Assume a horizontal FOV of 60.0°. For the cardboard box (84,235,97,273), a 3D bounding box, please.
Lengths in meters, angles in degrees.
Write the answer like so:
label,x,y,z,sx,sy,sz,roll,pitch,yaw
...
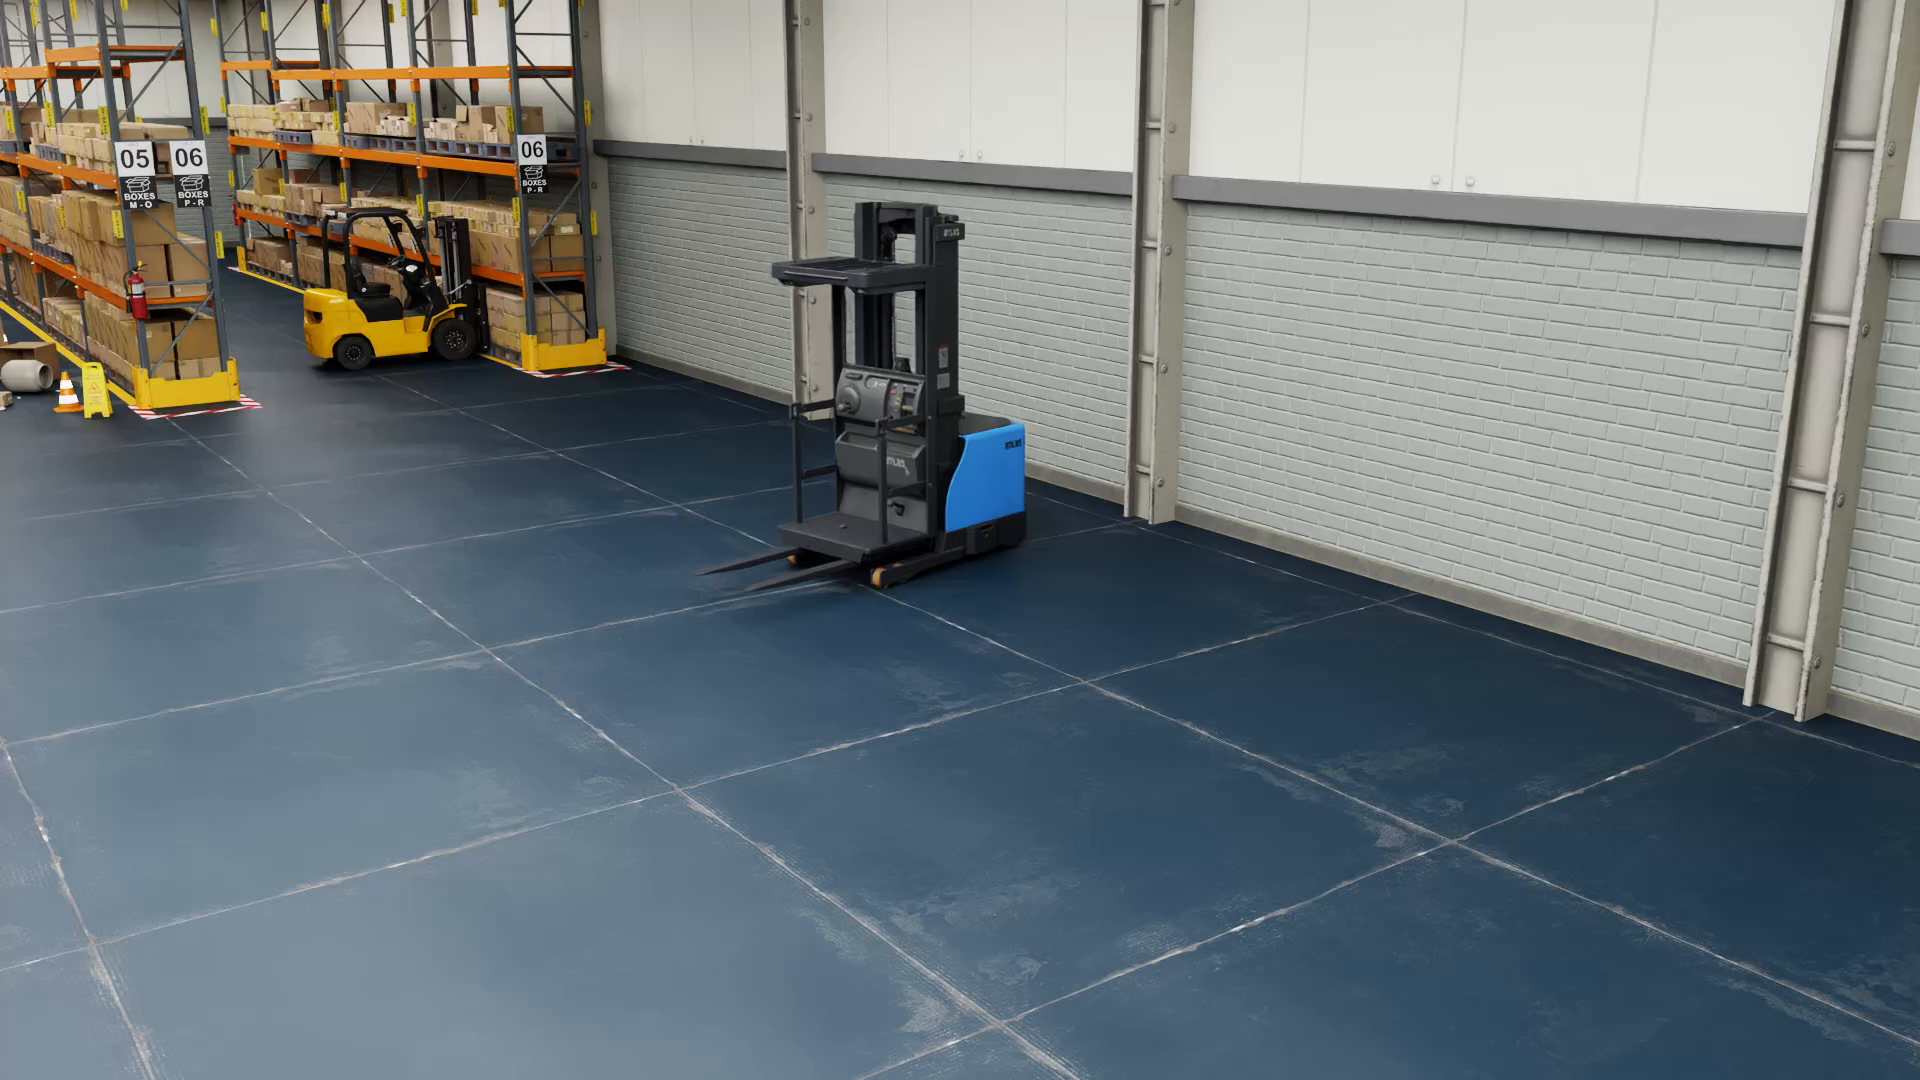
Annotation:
label,x,y,z,sx,sy,sz,roll,pitch,yaw
cardboard box,-11.355,-3.852,22.214,0.500,0.500,0.500,-11,19,-35

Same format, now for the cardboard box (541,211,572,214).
label,x,y,z,sx,sy,sz,roll,pitch,yaw
cardboard box,-5.753,-4.603,23.731,0.380,0.149,0.250,-10,18,-33

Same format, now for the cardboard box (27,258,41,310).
label,x,y,z,sx,sy,sz,roll,pitch,yaw
cardboard box,-15.199,-4.394,28.176,0.875,0.875,0.875,-11,19,-34

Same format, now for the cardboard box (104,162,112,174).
label,x,y,z,sx,sy,sz,roll,pitch,yaw
cardboard box,-10.244,-4.562,20.357,0.380,0.149,0.250,-11,19,-34

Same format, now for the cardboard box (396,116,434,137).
label,x,y,z,sx,sy,sz,roll,pitch,yaw
cardboard box,-8.597,-6.553,26.337,0.500,0.311,0.500,-12,19,-36

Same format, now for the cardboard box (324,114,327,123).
label,x,y,z,sx,sy,sz,roll,pitch,yaw
cardboard box,-11.149,-7.556,29.783,0.380,0.149,0.250,-11,19,-35

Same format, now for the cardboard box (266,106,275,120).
label,x,y,z,sx,sy,sz,roll,pitch,yaw
cardboard box,-13.169,-8.319,32.381,0.500,0.250,0.500,-11,19,-34

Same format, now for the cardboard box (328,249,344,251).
label,x,y,z,sx,sy,sz,roll,pitch,yaw
cardboard box,-11.682,-5.359,31.186,0.380,0.149,0.250,-11,19,-34

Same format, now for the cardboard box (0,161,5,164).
label,x,y,z,sx,sy,sz,roll,pitch,yaw
cardboard box,-18.070,-7.151,31.709,0.380,0.149,0.250,-11,19,-35

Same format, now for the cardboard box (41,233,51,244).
label,x,y,z,sx,sy,sz,roll,pitch,yaw
cardboard box,-13.890,-4.654,25.580,0.380,0.149,0.250,-11,19,-34

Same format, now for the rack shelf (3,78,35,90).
label,x,y,z,sx,sy,sz,roll,pitch,yaw
rack shelf,-17.867,-8.499,30.703,1.077,0.370,4.000,-11,19,-35

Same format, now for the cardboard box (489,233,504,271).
label,x,y,z,sx,sy,sz,roll,pitch,yaw
cardboard box,-6.422,-4.152,23.875,0.500,0.500,0.500,-10,18,-33

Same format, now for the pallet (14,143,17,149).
label,x,y,z,sx,sy,sz,roll,pitch,yaw
pallet,-16.112,-6.885,28.729,0.805,0.209,1.217,-12,19,-37

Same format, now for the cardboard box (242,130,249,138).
label,x,y,z,sx,sy,sz,roll,pitch,yaw
cardboard box,-14.495,-8.332,34.130,0.380,0.149,0.250,-11,19,-35

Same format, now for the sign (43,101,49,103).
label,x,y,z,sx,sy,sz,roll,pitch,yaw
sign,-16.258,-7.653,29.597,0.100,0.325,0.005,-11,19,-35

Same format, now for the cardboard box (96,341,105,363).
label,x,y,z,sx,sy,sz,roll,pitch,yaw
cardboard box,-11.535,-2.606,22.830,0.500,0.250,0.500,-10,18,-31

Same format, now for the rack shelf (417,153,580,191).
label,x,y,z,sx,sy,sz,roll,pitch,yaw
rack shelf,-6.798,-5.454,24.502,1.077,0.370,4.000,-11,19,-35

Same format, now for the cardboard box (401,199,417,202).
label,x,y,z,sx,sy,sz,roll,pitch,yaw
cardboard box,-9.332,-5.746,28.469,0.380,0.149,0.250,-11,19,-35

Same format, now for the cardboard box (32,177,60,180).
label,x,y,z,sx,sy,sz,roll,pitch,yaw
cardboard box,-15.633,-5.972,28.630,0.500,0.500,0.500,-10,18,-33

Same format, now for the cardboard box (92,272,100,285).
label,x,y,z,sx,sy,sz,roll,pitch,yaw
cardboard box,-11.317,-3.497,22.148,0.380,0.149,0.250,-11,19,-34

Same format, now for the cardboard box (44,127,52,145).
label,x,y,z,sx,sy,sz,roll,pitch,yaw
cardboard box,-13.040,-5.907,24.284,0.500,0.250,0.500,-11,19,-34

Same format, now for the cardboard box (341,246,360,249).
label,x,y,z,sx,sy,sz,roll,pitch,yaw
cardboard box,-11.629,-5.542,31.853,0.380,0.149,0.250,-10,18,-33

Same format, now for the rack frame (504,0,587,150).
label,x,y,z,sx,sy,sz,roll,pitch,yaw
rack frame,-5.622,-6.821,22.451,1.000,3.000,0.127,-11,19,-35

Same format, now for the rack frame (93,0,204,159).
label,x,y,z,sx,sy,sz,roll,pitch,yaw
rack frame,-9.635,-6.050,19.633,1.000,3.000,0.127,-11,19,-35

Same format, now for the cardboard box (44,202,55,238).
label,x,y,z,sx,sy,sz,roll,pitch,yaw
cardboard box,-13.344,-4.796,24.869,0.500,0.500,0.500,-12,19,-37

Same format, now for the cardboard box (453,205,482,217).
label,x,y,z,sx,sy,sz,roll,pitch,yaw
cardboard box,-7.400,-4.955,25.016,0.380,0.149,0.250,-11,19,-35

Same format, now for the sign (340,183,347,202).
label,x,y,z,sx,sy,sz,roll,pitch,yaw
sign,-10.759,-6.070,29.027,0.100,0.325,0.005,-11,19,-35

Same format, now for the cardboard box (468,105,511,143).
label,x,y,z,sx,sy,sz,roll,pitch,yaw
cardboard box,-6.601,-5.964,23.828,0.700,0.500,0.500,-11,19,-34

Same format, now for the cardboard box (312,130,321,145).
label,x,y,z,sx,sy,sz,roll,pitch,yaw
cardboard box,-11.415,-7.296,30.153,0.500,0.250,0.500,-11,19,-35

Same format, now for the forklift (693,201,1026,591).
label,x,y,z,sx,sy,sz,roll,pitch,yaw
forklift,-0.793,-1.178,13.327,1.130,2.935,3.031,14,20,41

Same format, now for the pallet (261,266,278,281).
label,x,y,z,sx,sy,sz,roll,pitch,yaw
pallet,-13.802,-5.552,34.462,1.003,0.211,1.213,-11,19,-35

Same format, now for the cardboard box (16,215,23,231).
label,x,y,z,sx,sy,sz,roll,pitch,yaw
cardboard box,-15.134,-5.206,27.252,0.500,0.250,0.500,-11,19,-36

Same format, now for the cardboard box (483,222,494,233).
label,x,y,z,sx,sy,sz,roll,pitch,yaw
cardboard box,-6.662,-4.538,24.057,0.380,0.149,0.250,-12,19,-36

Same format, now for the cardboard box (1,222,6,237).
label,x,y,z,sx,sy,sz,roll,pitch,yaw
cardboard box,-16.340,-5.401,28.911,0.500,0.250,0.500,-11,19,-36

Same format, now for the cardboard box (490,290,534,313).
label,x,y,z,sx,sy,sz,roll,pitch,yaw
cardboard box,-6.450,-3.444,23.996,0.500,0.250,0.500,-10,18,-34

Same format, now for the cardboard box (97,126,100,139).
label,x,y,z,sx,sy,sz,roll,pitch,yaw
cardboard box,-10.604,-5.121,20.887,0.380,0.149,0.250,-11,19,-35

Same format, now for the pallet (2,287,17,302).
label,x,y,z,sx,sy,sz,roll,pitch,yaw
pallet,-17.075,-4.548,30.793,1.003,0.211,1.213,-11,19,-35

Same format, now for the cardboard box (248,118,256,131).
label,x,y,z,sx,sy,sz,roll,pitch,yaw
cardboard box,-14.061,-8.401,33.627,0.500,0.250,0.500,-11,19,-35

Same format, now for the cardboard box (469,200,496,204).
label,x,y,z,sx,sy,sz,roll,pitch,yaw
cardboard box,-7.428,-5.205,25.929,0.380,0.149,0.250,-11,19,-36

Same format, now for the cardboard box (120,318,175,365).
label,x,y,z,sx,sy,sz,roll,pitch,yaw
cardboard box,-10.317,-2.525,21.111,0.500,0.500,0.500,-11,19,-34

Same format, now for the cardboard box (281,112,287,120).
label,x,y,z,sx,sy,sz,roll,pitch,yaw
cardboard box,-12.528,-7.971,31.263,0.380,0.149,0.250,-11,19,-36

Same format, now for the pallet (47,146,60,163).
label,x,y,z,sx,sy,sz,roll,pitch,yaw
pallet,-12.264,-5.515,23.717,1.213,0.211,1.003,-11,19,-35

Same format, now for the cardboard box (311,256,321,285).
label,x,y,z,sx,sy,sz,roll,pitch,yaw
cardboard box,-11.965,-5.129,31.573,0.500,0.500,0.500,-12,19,-36

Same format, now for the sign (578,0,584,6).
label,x,y,z,sx,sy,sz,roll,pitch,yaw
sign,-5.170,-7.433,22.617,0.100,0.325,0.005,-11,19,-35

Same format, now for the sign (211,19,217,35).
label,x,y,z,sx,sy,sz,roll,pitch,yaw
sign,-15.469,-10.642,34.492,0.100,0.325,0.005,-11,19,-35

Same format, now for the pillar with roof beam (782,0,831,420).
label,x,y,z,sx,sy,sz,roll,pitch,yaw
pillar with roof beam,-5.257,-5.160,16.383,9.100,9.000,0.400,-11,19,-35

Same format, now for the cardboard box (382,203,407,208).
label,x,y,z,sx,sy,sz,roll,pitch,yaw
cardboard box,-9.348,-5.494,27.548,0.380,0.149,0.250,-11,19,-36

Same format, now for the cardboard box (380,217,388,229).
label,x,y,z,sx,sy,sz,roll,pitch,yaw
cardboard box,-9.355,-5.345,27.759,0.500,0.250,0.500,-11,19,-34

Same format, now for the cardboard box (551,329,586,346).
label,x,y,z,sx,sy,sz,roll,pitch,yaw
cardboard box,-5.753,-2.939,24.045,0.500,0.250,0.500,-11,19,-34

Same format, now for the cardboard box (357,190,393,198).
label,x,y,z,sx,sy,sz,roll,pitch,yaw
cardboard box,-10.502,-6.020,29.906,0.500,0.500,0.500,-10,18,-32

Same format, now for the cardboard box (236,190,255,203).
label,x,y,z,sx,sy,sz,roll,pitch,yaw
cardboard box,-14.981,-7.276,35.200,0.500,0.250,0.500,-11,19,-34

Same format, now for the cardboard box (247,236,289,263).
label,x,y,z,sx,sy,sz,roll,pitch,yaw
cardboard box,-14.747,-6.197,35.469,0.797,0.503,0.637,-12,19,-37

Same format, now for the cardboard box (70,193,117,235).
label,x,y,z,sx,sy,sz,roll,pitch,yaw
cardboard box,-11.348,-4.333,22.077,0.700,0.500,0.500,-11,19,-36
